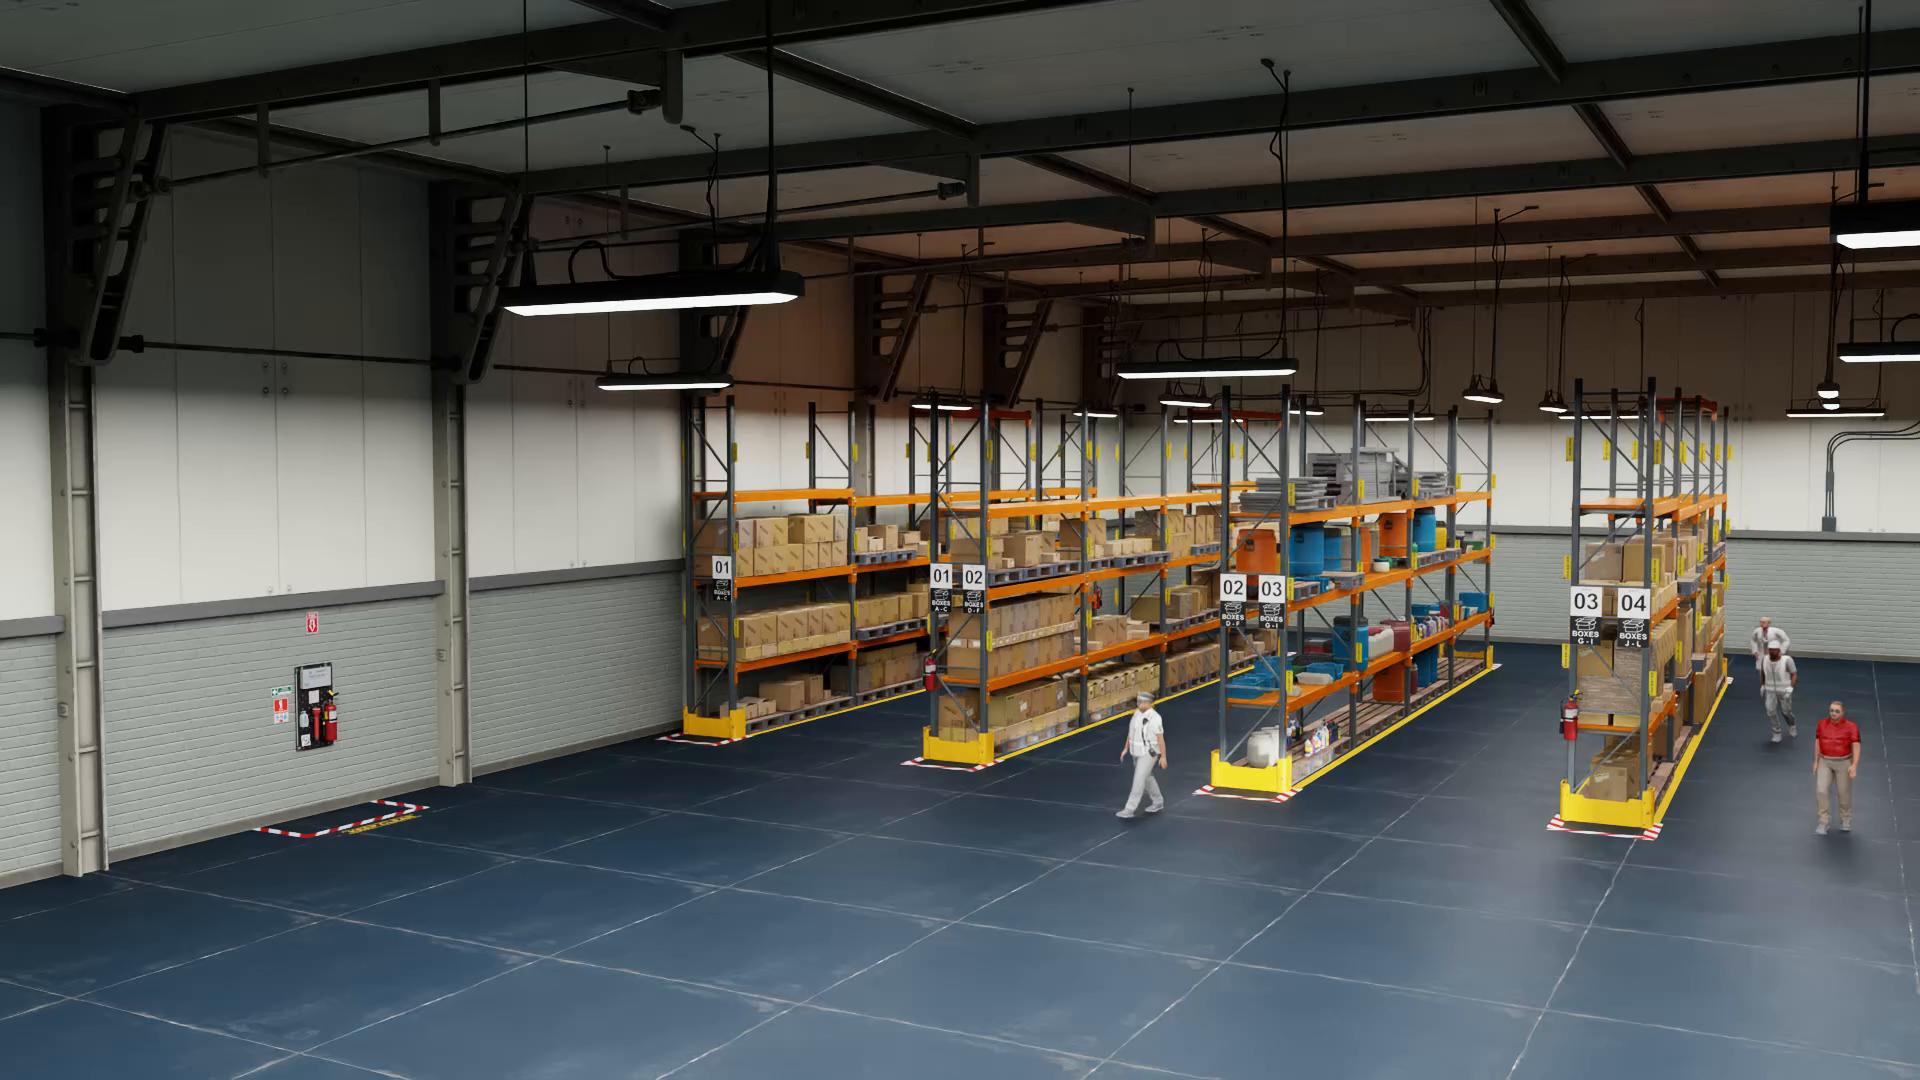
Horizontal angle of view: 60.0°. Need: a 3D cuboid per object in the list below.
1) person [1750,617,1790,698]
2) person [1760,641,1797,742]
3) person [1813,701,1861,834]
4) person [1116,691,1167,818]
[{"bbox_3d":[16.489,2.389,33.841,0.749,1.683,0.636,2,4,36],"label":"person"},{"bbox_3d":[14.251,2.607,28.910,0.617,1.754,0.731,3,4,44],"label":"person"},{"bbox_3d":[11.547,2.997,21.937,0.639,1.758,0.602,-3,4,-43],"label":"person"},{"bbox_3d":[2.454,2.923,22.827,0.994,1.711,0.589,-2,3,-29],"label":"person"}]
